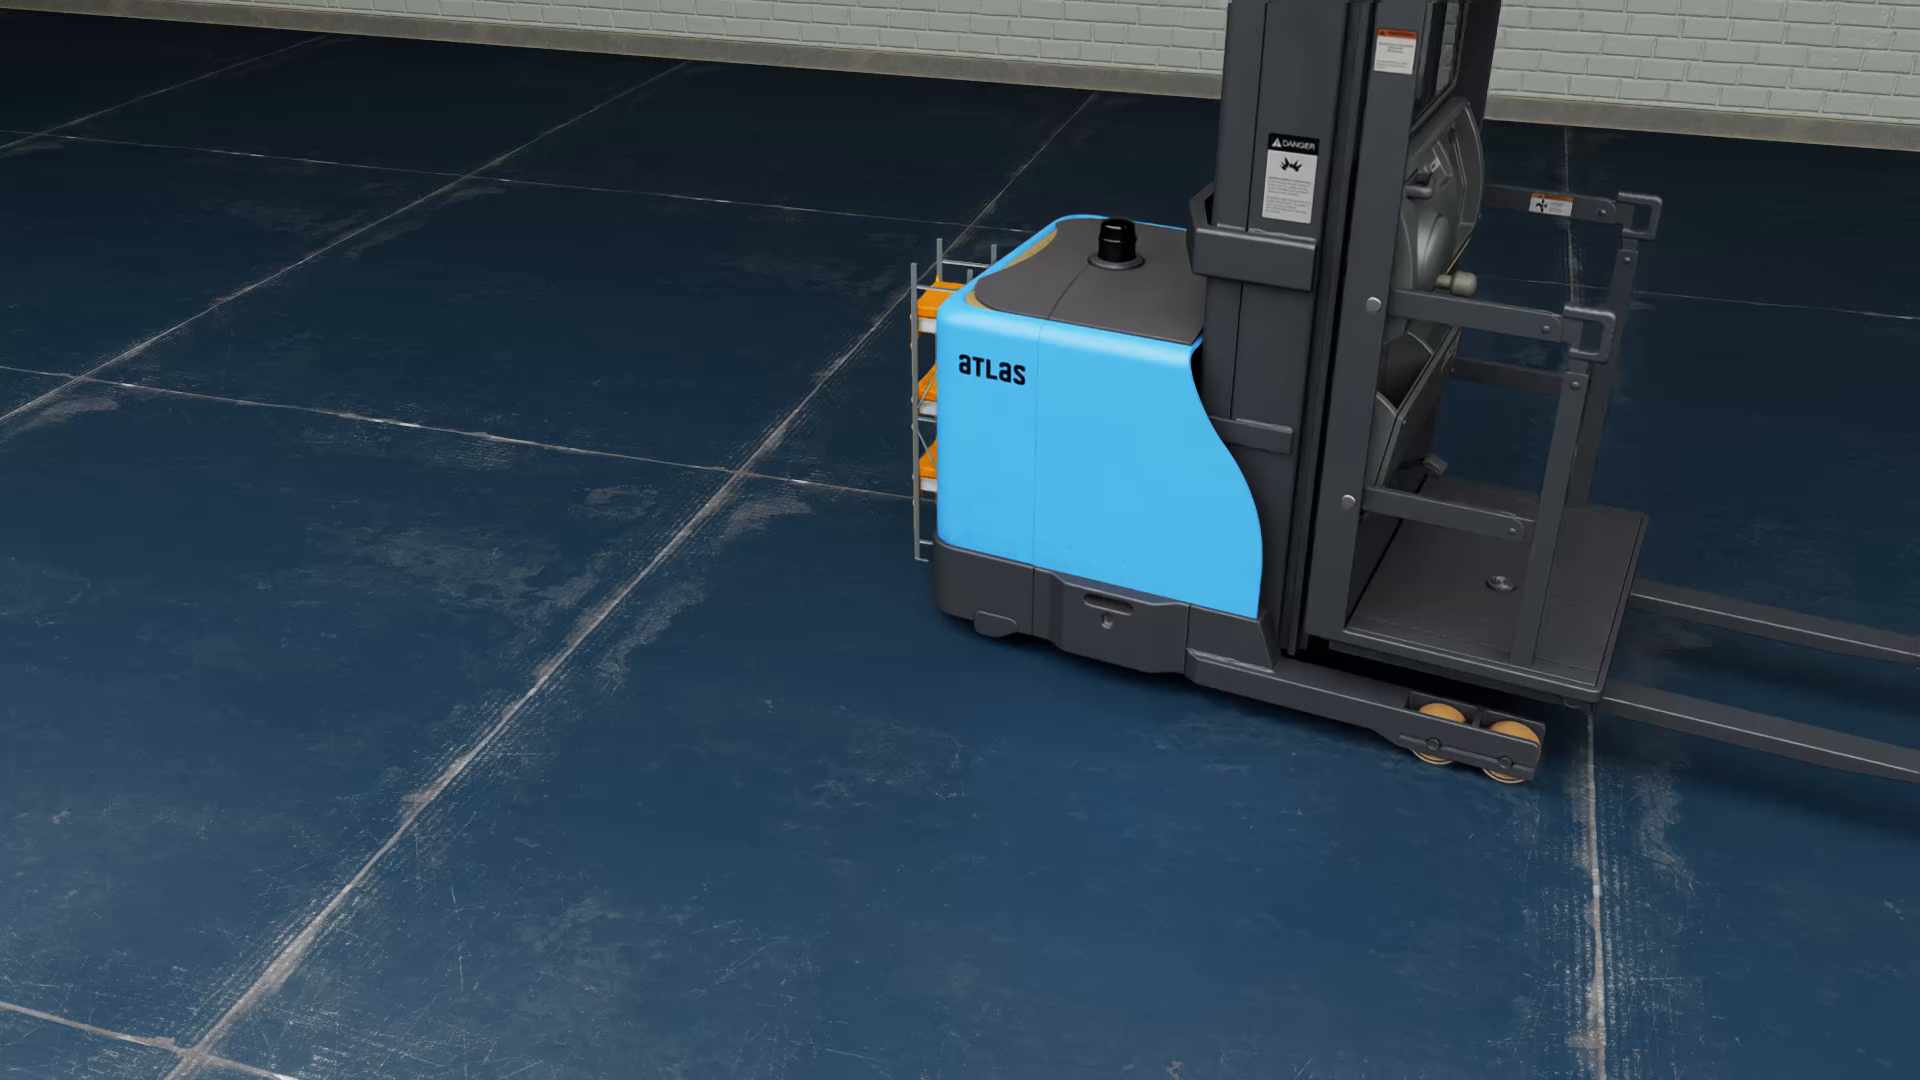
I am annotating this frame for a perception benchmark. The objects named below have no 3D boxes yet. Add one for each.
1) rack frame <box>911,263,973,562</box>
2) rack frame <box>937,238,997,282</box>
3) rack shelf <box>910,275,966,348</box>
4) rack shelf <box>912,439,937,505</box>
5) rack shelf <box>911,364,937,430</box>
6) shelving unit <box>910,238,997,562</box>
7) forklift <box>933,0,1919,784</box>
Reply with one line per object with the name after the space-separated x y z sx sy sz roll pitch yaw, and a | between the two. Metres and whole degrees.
-0.056 -0.378 5.350 0.200 1.050 0.008 9 30 16 | rack frame
0.021 -0.491 5.552 0.200 1.050 0.008 9 30 16 | rack frame
-0.017 -0.673 5.318 0.215 0.259 0.240 9 30 16 | rack shelf
-0.018 -0.183 5.591 0.215 0.259 0.240 9 30 16 | rack shelf
-0.018 -0.425 5.456 0.215 0.259 0.240 9 30 16 | rack shelf
-0.018 -0.435 5.451 0.215 1.050 0.252 9 30 16 | shelving unit
1.470 -0.911 4.372 3.031 2.935 1.130 13 32 23 | forklift
